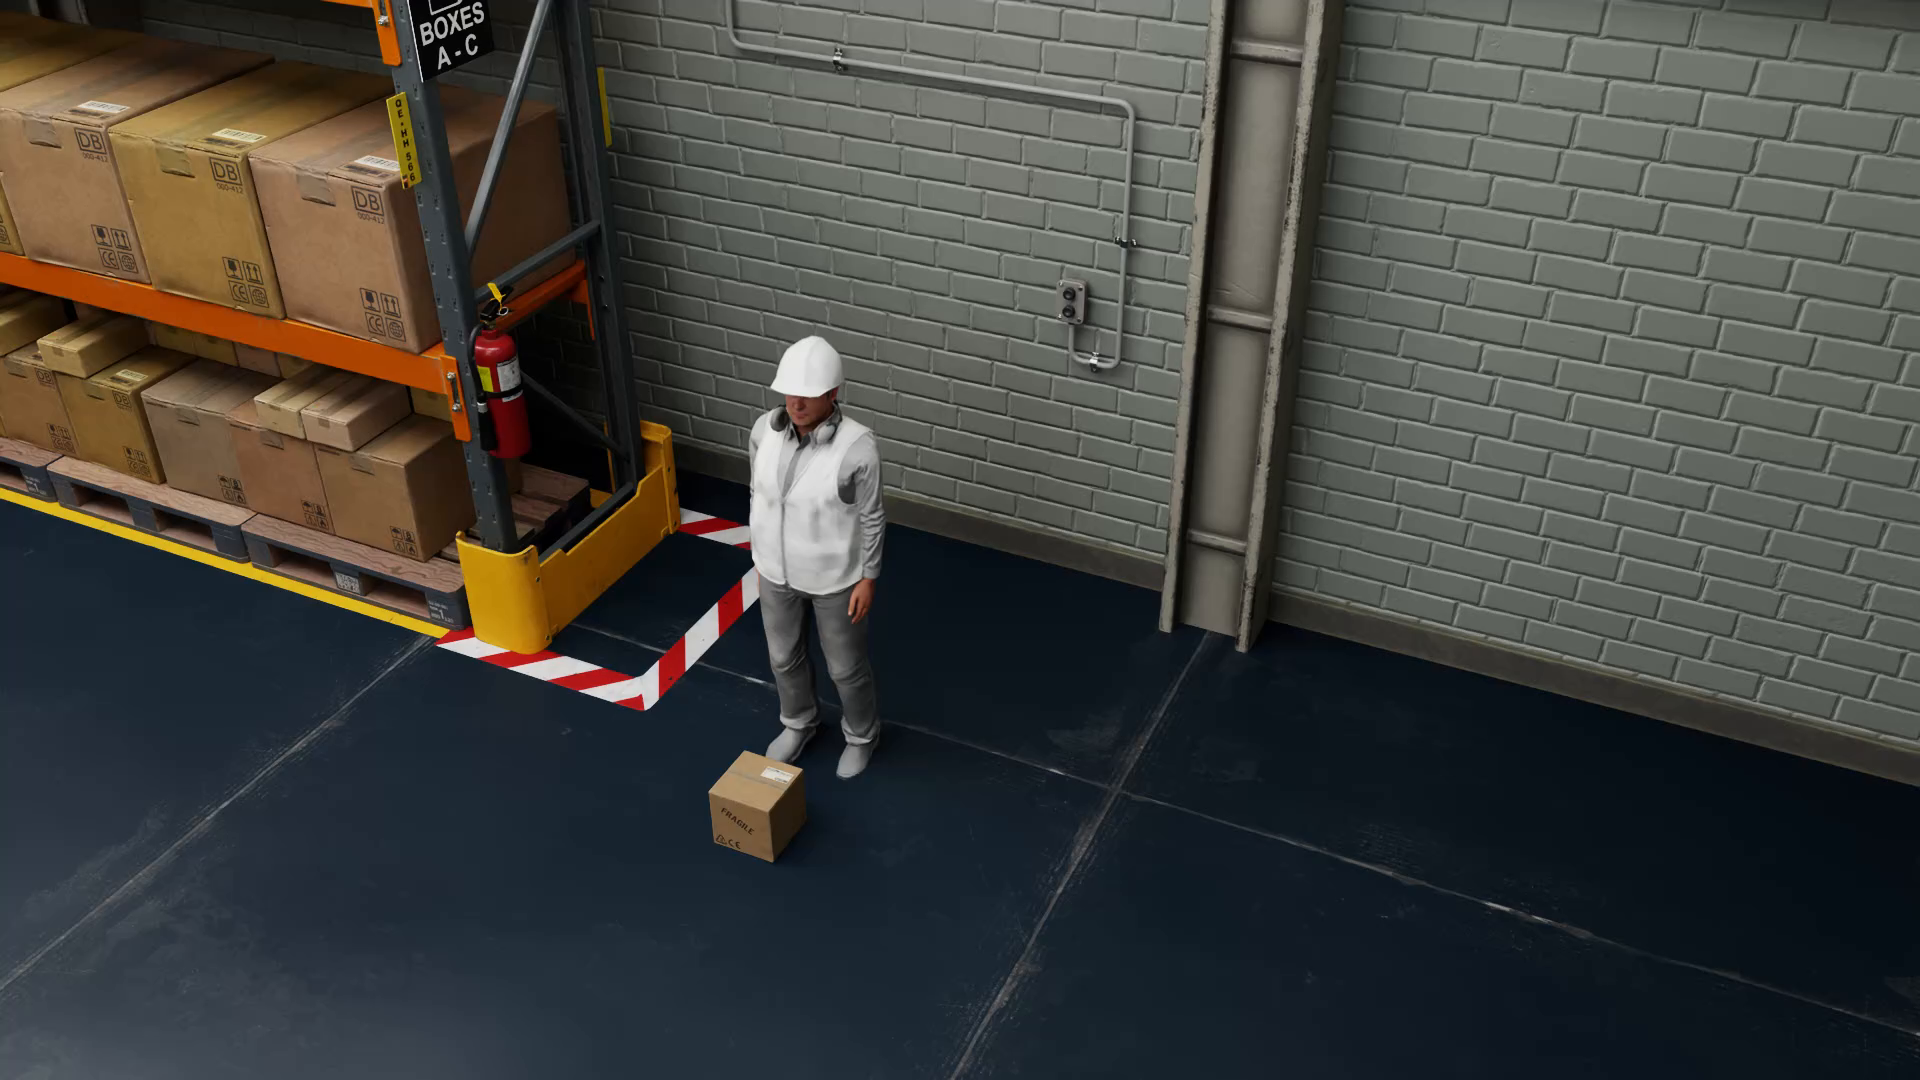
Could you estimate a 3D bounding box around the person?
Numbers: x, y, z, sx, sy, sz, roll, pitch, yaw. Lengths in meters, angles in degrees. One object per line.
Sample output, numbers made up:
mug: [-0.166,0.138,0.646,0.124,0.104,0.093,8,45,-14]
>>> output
person: [-0.518,0.112,5.989,0.532,1.811,0.366,15,36,22]
